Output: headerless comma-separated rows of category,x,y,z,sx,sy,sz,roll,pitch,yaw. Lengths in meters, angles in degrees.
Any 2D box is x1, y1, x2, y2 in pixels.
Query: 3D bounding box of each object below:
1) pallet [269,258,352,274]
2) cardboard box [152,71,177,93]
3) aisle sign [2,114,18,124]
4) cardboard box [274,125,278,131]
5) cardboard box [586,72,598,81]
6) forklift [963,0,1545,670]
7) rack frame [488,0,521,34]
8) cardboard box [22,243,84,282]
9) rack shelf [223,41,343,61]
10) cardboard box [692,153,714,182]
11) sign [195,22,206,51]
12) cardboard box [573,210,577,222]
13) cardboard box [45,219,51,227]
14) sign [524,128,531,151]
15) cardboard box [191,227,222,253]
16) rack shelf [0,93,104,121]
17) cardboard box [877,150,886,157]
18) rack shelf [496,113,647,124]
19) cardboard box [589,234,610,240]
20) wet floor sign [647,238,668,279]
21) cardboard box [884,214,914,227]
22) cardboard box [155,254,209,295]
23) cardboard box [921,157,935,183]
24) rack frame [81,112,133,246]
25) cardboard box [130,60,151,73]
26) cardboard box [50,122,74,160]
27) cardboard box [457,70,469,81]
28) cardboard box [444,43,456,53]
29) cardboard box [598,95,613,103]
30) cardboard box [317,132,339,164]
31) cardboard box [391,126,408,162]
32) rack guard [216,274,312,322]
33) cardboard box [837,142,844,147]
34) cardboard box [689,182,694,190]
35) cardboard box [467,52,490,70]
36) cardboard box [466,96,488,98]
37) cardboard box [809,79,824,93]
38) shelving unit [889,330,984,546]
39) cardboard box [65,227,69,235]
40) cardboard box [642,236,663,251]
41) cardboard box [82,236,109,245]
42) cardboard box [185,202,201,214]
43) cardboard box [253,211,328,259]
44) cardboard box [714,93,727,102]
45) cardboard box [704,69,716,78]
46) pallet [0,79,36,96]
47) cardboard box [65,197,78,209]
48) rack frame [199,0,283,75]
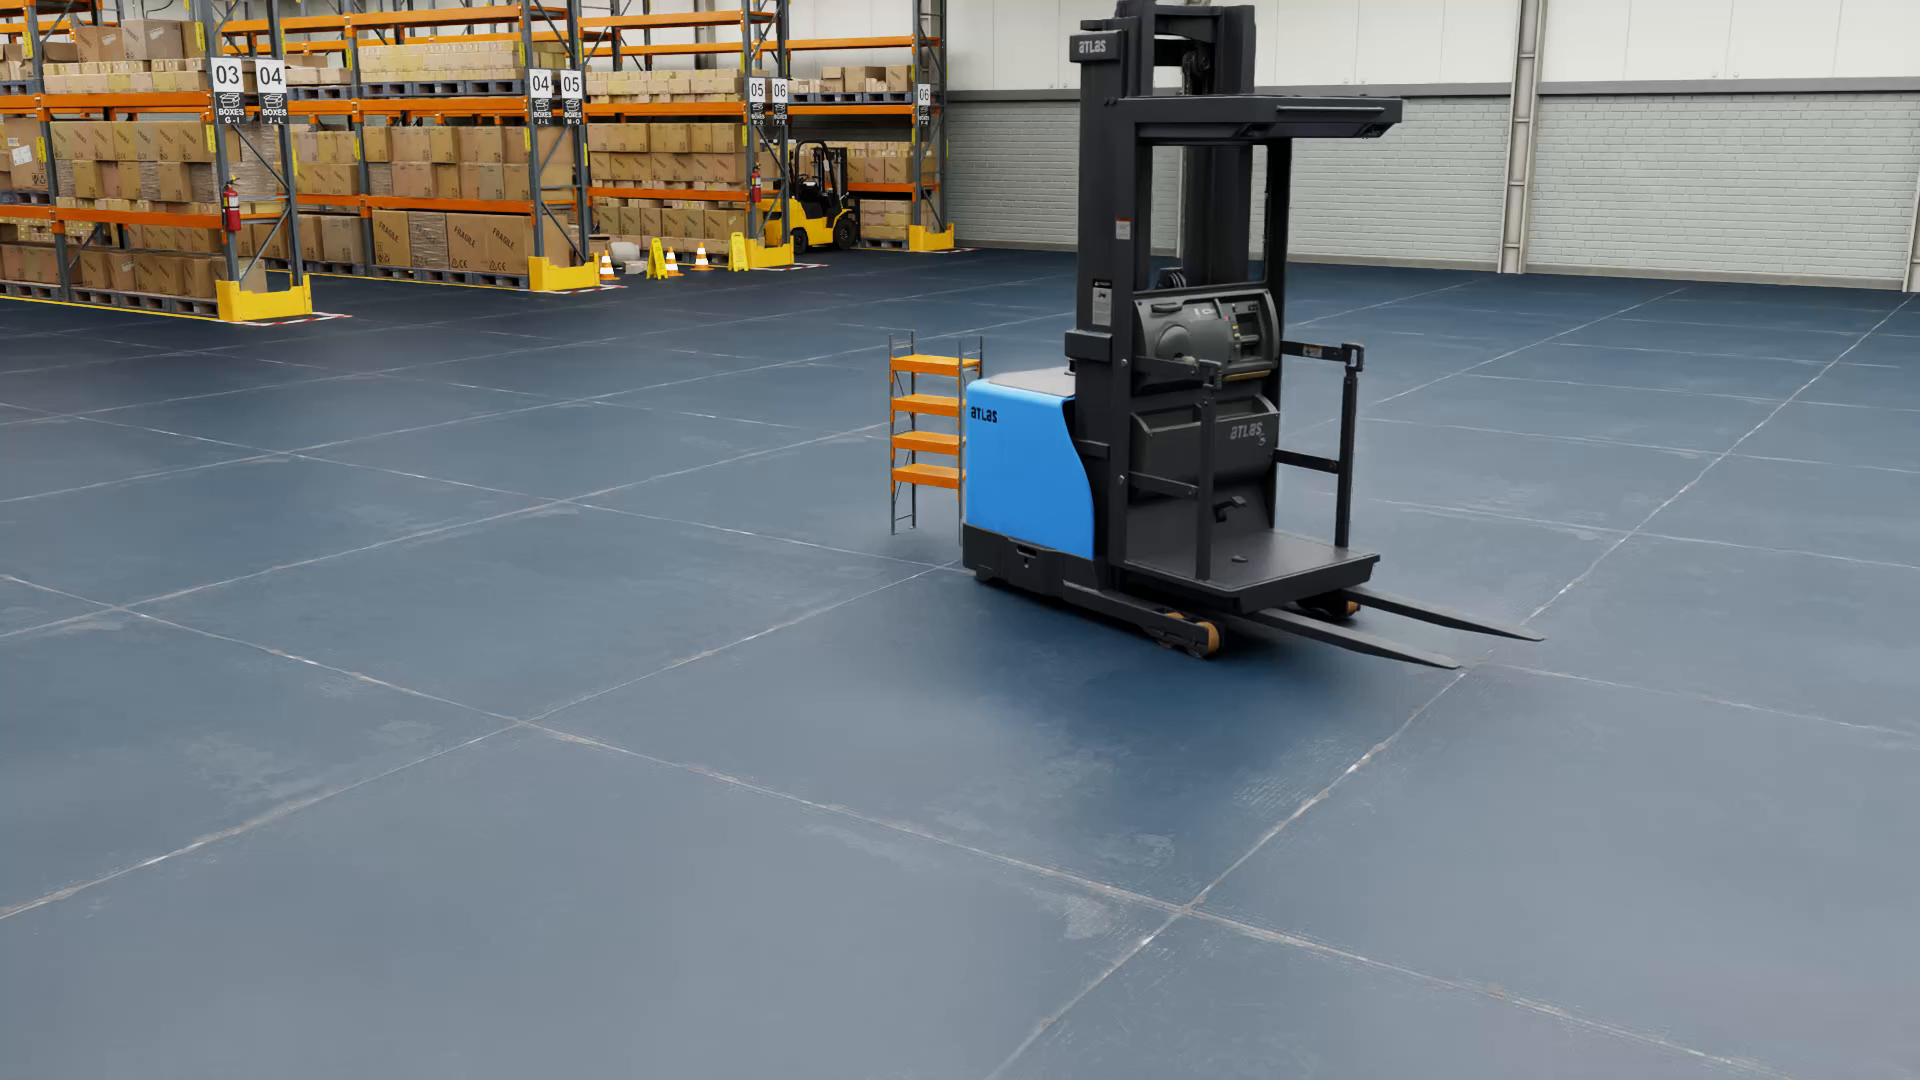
pallet,-11.054,-4.740,28.533,1.213,0.211,1.003,9,17,33
cardboard box,-9.845,-5.794,21.055,0.500,0.250,0.500,9,17,33
aisle sign,-19.205,-8.783,33.650,0.004,0.787,0.394,9,17,33
cardboard box,-14.555,-8.891,35.859,0.250,0.149,0.380,9,17,32
cardboard box,-6.597,-8.456,30.362,0.250,0.149,0.380,9,16,32
forklift,1.327,-1.017,7.833,1.130,2.935,3.031,-11,18,-37
rack frame,-10.547,-11.818,38.835,0.127,3.000,1.000,9,17,33
cardboard box,-13.089,-4.021,24.111,0.500,0.500,0.700,9,17,32
rack shelf,-14.974,-10.552,36.053,4.000,0.370,1.077,9,17,33
cardboard box,-4.374,-6.585,29.354,0.500,0.500,0.500,9,17,33
sign,-9.214,-6.108,20.170,0.005,0.325,0.100,9,17,33
cardboard box,-8.544,-7.512,38.256,0.500,0.500,0.500,10,17,35
cardboard box,-17.557,-6.180,32.365,0.250,0.149,0.380,9,16,31
sign,-6.350,-5.876,24.416,0.005,0.325,0.100,9,17,33
cardboard box,-13.366,-5.405,29.743,0.500,0.500,0.500,9,17,33
rack shelf,-13.866,-6.242,24.049,4.000,0.370,1.077,9,17,33
cardboard box,-1.444,-7.726,33.231,0.250,0.149,0.380,10,17,34
rack shelf,-8.887,-9.744,38.198,4.000,0.370,1.077,9,17,33
cardboard box,-6.546,-5.215,29.845,0.500,0.500,0.500,-4,14,-16
wet floor sign,-4.907,-4.554,26.875,0.232,0.644,0.267,6,15,23
cardboard box,-1.168,-6.411,33.287,0.500,0.250,0.500,9,16,32
cardboard box,-10.420,-3.569,22.325,0.500,0.500,0.500,11,18,38
cardboard box,-0.846,-7.467,33.535,0.500,0.500,0.500,10,17,35
rack frame,-15.993,-6.915,31.514,0.127,3.000,1.000,9,17,33
cardboard box,-10.368,-6.058,21.292,0.250,0.149,0.380,8,16,30
cardboard box,-11.975,-5.434,22.623,0.500,0.500,0.500,9,17,33
cardboard box,-7.345,-7.005,25.079,0.250,0.149,0.380,9,16,32
cardboard box,-7.559,-7.427,25.123,0.250,0.149,0.380,9,16,32
cardboard box,-6.369,-8.039,30.336,0.250,0.149,0.380,9,17,33
cardboard box,-10.198,-6.510,27.589,0.500,0.500,0.700,9,16,32
cardboard box,-8.546,-6.332,26.600,0.550,0.550,0.875,9,17,33
rack guard,-8.951,-3.127,21.414,0.348,0.500,1.175,9,17,33
cardboard box,-2.281,-8.015,33.780,0.250,0.149,0.380,9,17,34
cardboard box,-4.624,-6.333,29.686,0.250,0.149,0.380,9,17,34
cardboard box,-7.012,-7.163,24.884,0.500,0.250,0.500,9,17,33
cardboard box,-9.214,-8.754,32.495,0.500,0.500,0.700,9,17,33
cardboard box,-2.847,-9.216,33.766,0.258,0.266,0.396,9,16,31
shelving unit,-0.137,-0.605,9.769,0.503,1.200,0.258,9,17,33
cardboard box,-17.049,-5.977,32.167,0.250,0.149,0.380,9,17,33
cardboard box,-5.446,-5.439,30.399,0.500,0.250,0.500,9,16,32
cardboard box,-16.508,-5.719,31.744,0.250,0.149,0.380,9,17,34
cardboard box,-9.683,-4.262,21.321,0.250,0.149,0.380,9,17,33
cardboard box,-11.491,-5.274,28.694,0.750,0.750,1.050,9,17,34
cardboard box,-4.034,-7.659,28.801,0.250,0.149,0.380,9,17,33
cardboard box,-4.217,-8.086,28.868,0.250,0.149,0.380,9,16,32
pallet,-12.660,-6.335,23.322,1.003,0.211,1.213,9,17,33
cardboard box,-11.996,-4.620,22.765,0.250,0.149,0.380,9,17,33
rack frame,-8.888,-7.242,20.352,0.127,3.000,1.000,9,17,33
